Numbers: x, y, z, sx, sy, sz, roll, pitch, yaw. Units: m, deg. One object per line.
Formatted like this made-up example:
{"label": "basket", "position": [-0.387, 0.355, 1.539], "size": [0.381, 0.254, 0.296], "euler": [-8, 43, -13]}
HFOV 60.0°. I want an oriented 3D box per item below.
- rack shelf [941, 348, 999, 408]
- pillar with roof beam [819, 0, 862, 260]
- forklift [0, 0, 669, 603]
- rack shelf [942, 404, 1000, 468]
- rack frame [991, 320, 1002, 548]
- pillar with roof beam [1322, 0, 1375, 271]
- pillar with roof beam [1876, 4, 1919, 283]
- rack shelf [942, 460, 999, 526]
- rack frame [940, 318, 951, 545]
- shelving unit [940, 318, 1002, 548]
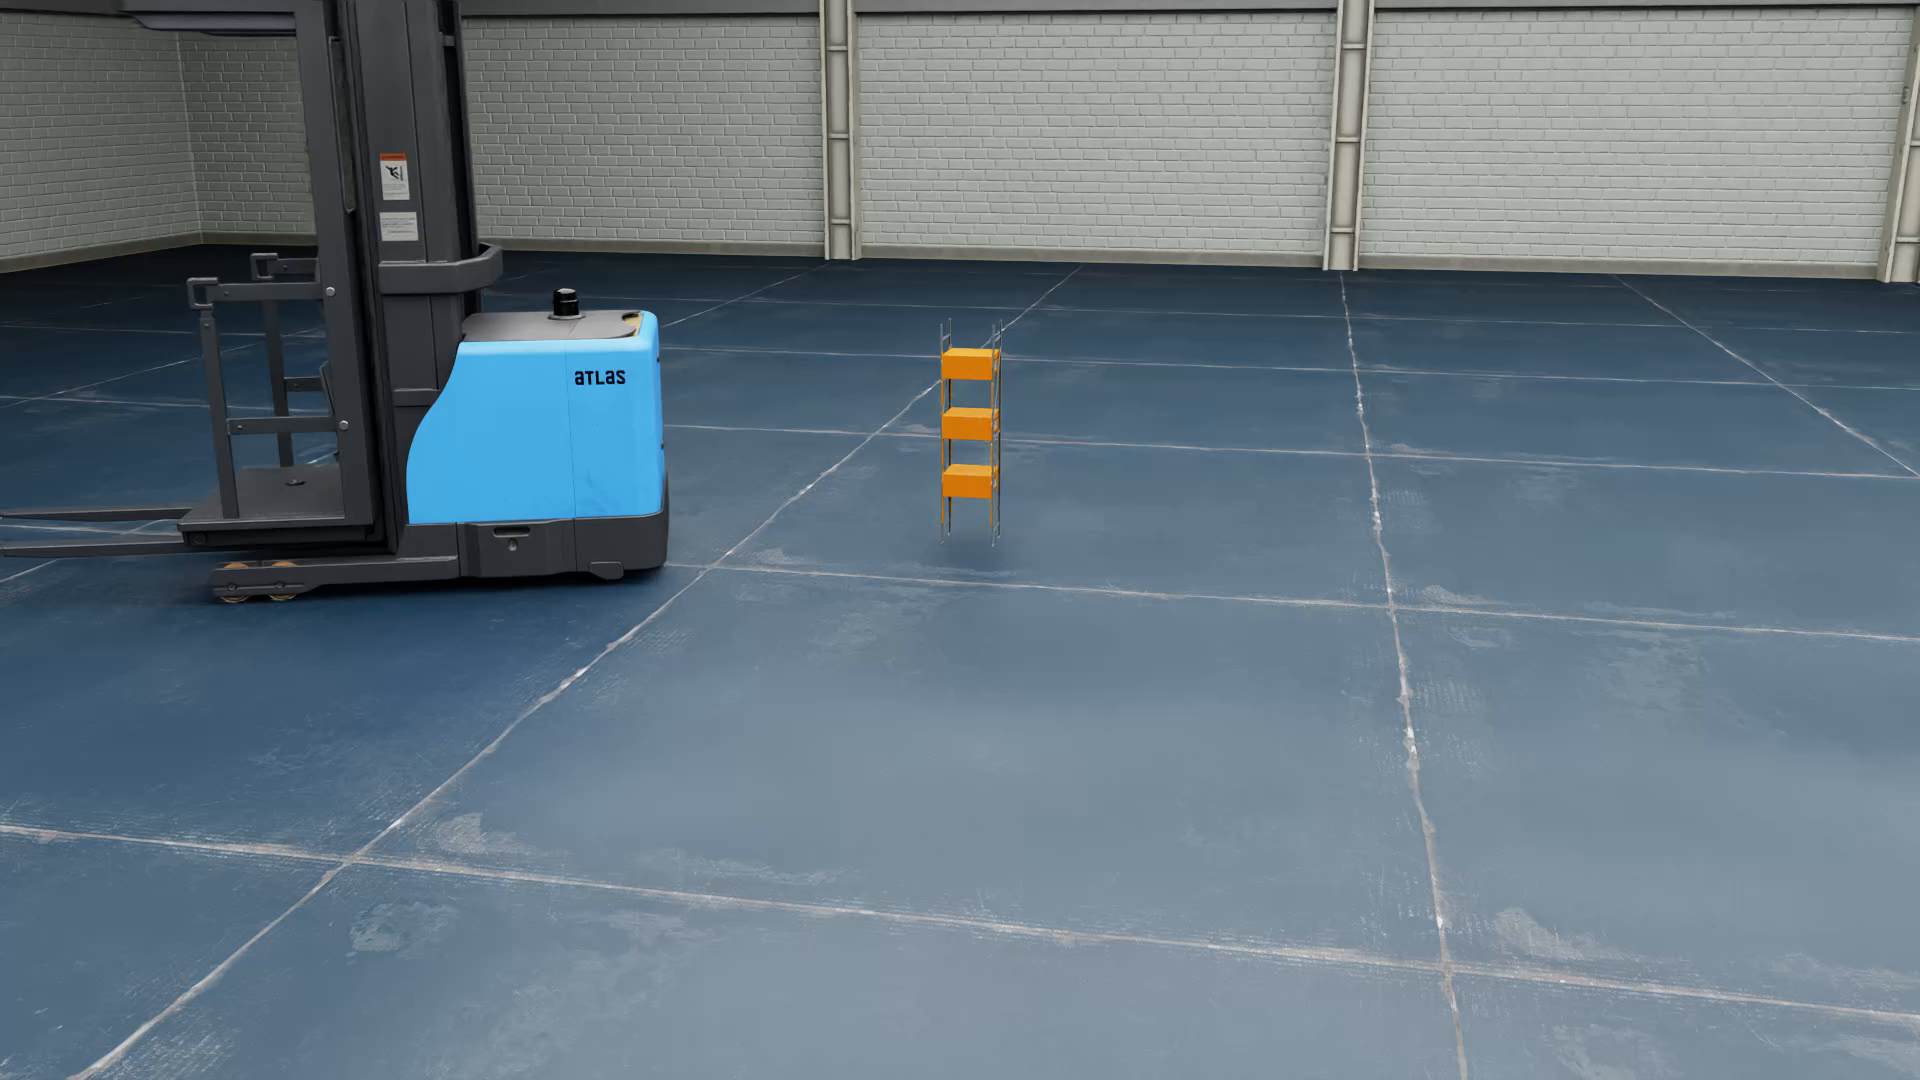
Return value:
{"label": "rack shelf", "position": [0.052, -0.766, 7.769], "size": [0.240, 0.259, 0.215], "euler": [3, 16, 11]}
{"label": "pillar with roof beam", "position": [-2.301, -6.695, 15.303], "size": [0.400, 9.000, 9.100], "euler": [3, 16, 11]}
{"label": "forklift", "position": [-2.865, -1.298, 7.187], "size": [3.031, 2.935, 1.130], "euler": [-2, 16, -8]}
{"label": "rack shelf", "position": [0.052, -0.493, 7.844], "size": [0.240, 0.259, 0.215], "euler": [3, 16, 11]}
{"label": "rack frame", "position": [0.172, -0.497, 7.818], "size": [0.008, 1.050, 0.200], "euler": [3, 16, 11]}
{"label": "pillar with roof beam", "position": [3.579, -6.376, 14.151], "size": [0.400, 9.000, 9.100], "euler": [3, 16, 11]}
{"label": "pillar with roof beam", "position": [9.459, -6.056, 12.999], "size": [0.400, 9.000, 9.100], "euler": [3, 16, 11]}
{"label": "rack shelf", "position": [0.052, -0.225, 7.919], "size": [0.240, 0.259, 0.215], "euler": [3, 16, 11]}
{"label": "rack frame", "position": [-0.067, -0.510, 7.865], "size": [0.008, 1.050, 0.200], "euler": [3, 16, 11]}
{"label": "shelving unit", "position": [0.052, -0.503, 7.842], "size": [0.252, 1.050, 0.215], "euler": [3, 16, 11]}
